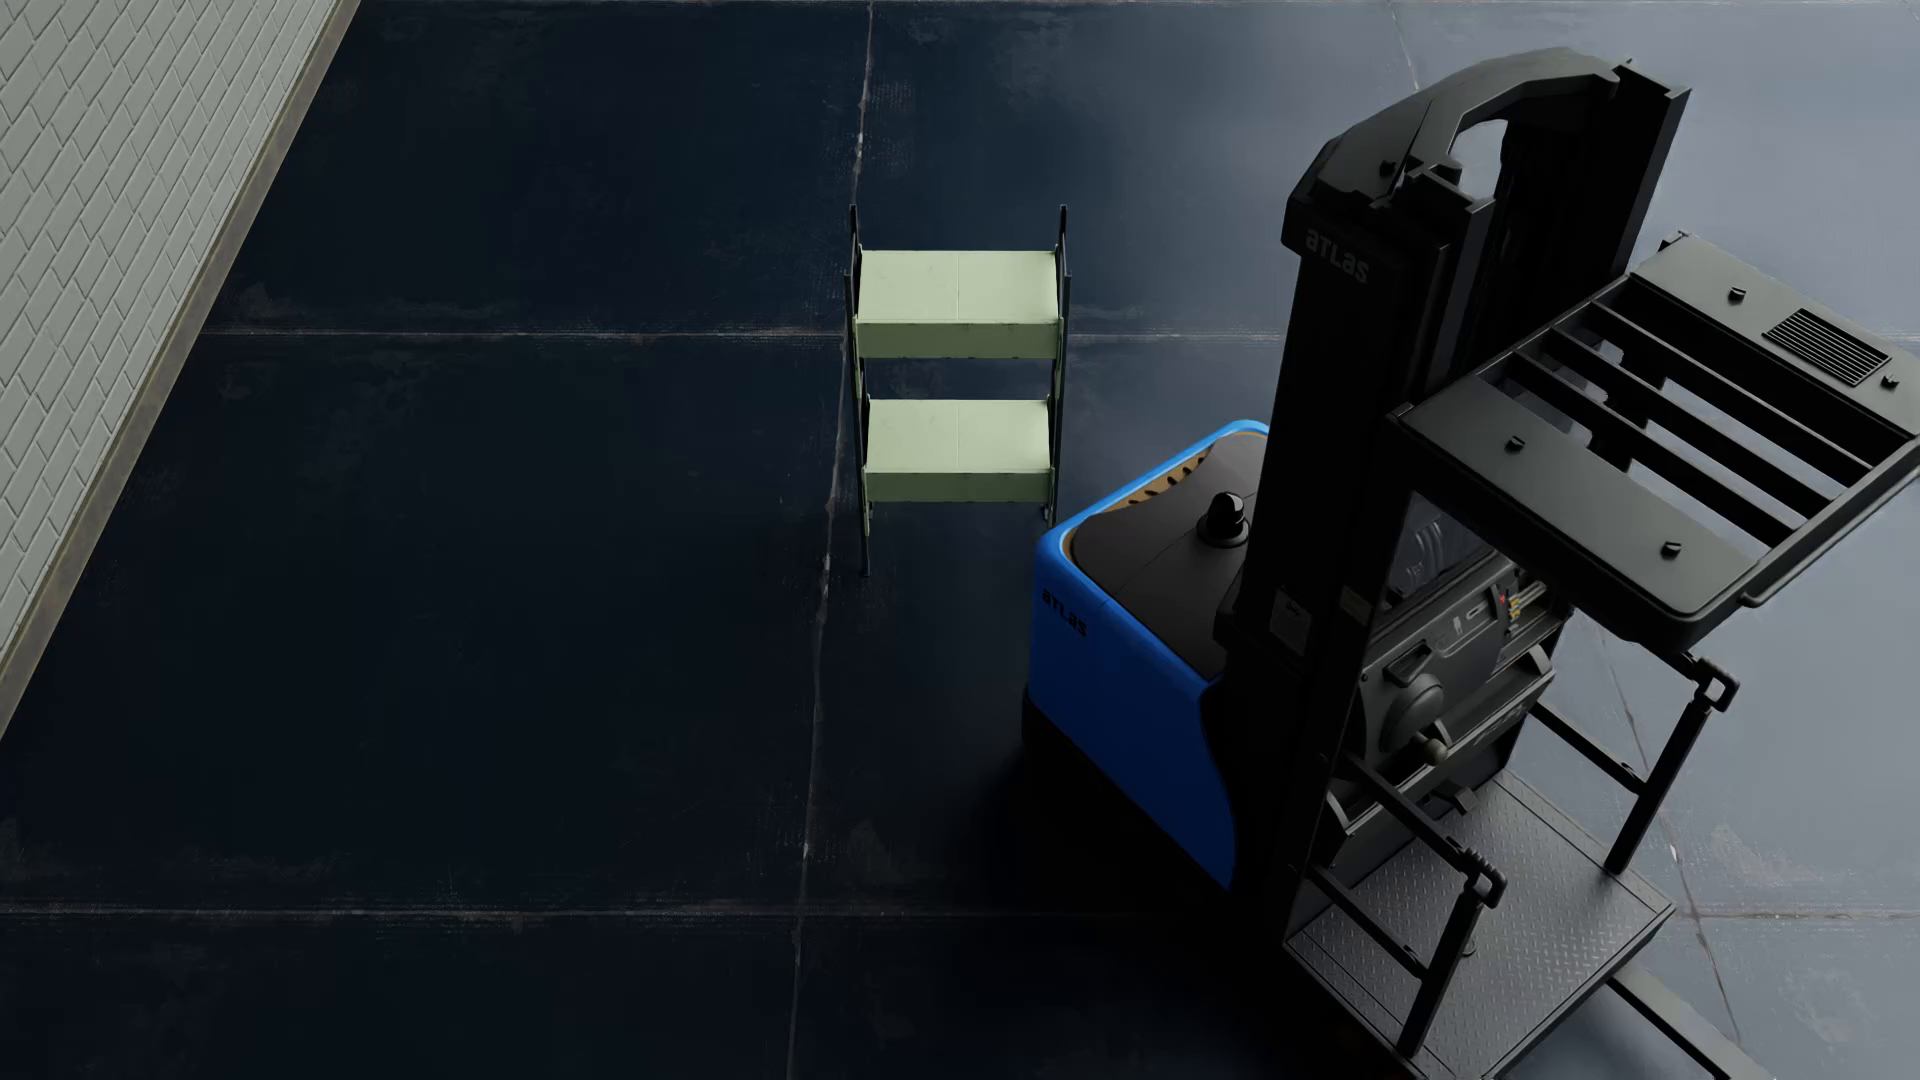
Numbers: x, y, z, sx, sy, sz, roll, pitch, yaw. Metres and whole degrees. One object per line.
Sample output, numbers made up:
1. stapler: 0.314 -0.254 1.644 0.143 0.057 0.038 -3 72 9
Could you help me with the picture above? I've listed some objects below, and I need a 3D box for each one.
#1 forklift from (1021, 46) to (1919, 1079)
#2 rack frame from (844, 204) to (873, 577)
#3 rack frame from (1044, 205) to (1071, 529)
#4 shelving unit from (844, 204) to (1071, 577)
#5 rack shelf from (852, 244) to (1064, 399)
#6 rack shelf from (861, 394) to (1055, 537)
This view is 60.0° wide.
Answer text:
1. forklift: 1.532 0.359 4.414 1.130 2.935 3.031 -30 54 -25
2. rack frame: -0.373 -0.512 6.202 0.023 1.500 0.400 0 47 0
3. rack frame: 0.359 -0.510 6.200 0.023 1.500 0.400 0 47 0
4. shelving unit: -0.007 -0.511 6.201 0.755 1.500 0.431 0 47 0
5. rack shelf: -0.007 -0.777 5.915 0.720 0.370 0.431 0 47 0
6. rack shelf: -0.007 -0.289 6.440 0.720 0.370 0.431 0 47 0
